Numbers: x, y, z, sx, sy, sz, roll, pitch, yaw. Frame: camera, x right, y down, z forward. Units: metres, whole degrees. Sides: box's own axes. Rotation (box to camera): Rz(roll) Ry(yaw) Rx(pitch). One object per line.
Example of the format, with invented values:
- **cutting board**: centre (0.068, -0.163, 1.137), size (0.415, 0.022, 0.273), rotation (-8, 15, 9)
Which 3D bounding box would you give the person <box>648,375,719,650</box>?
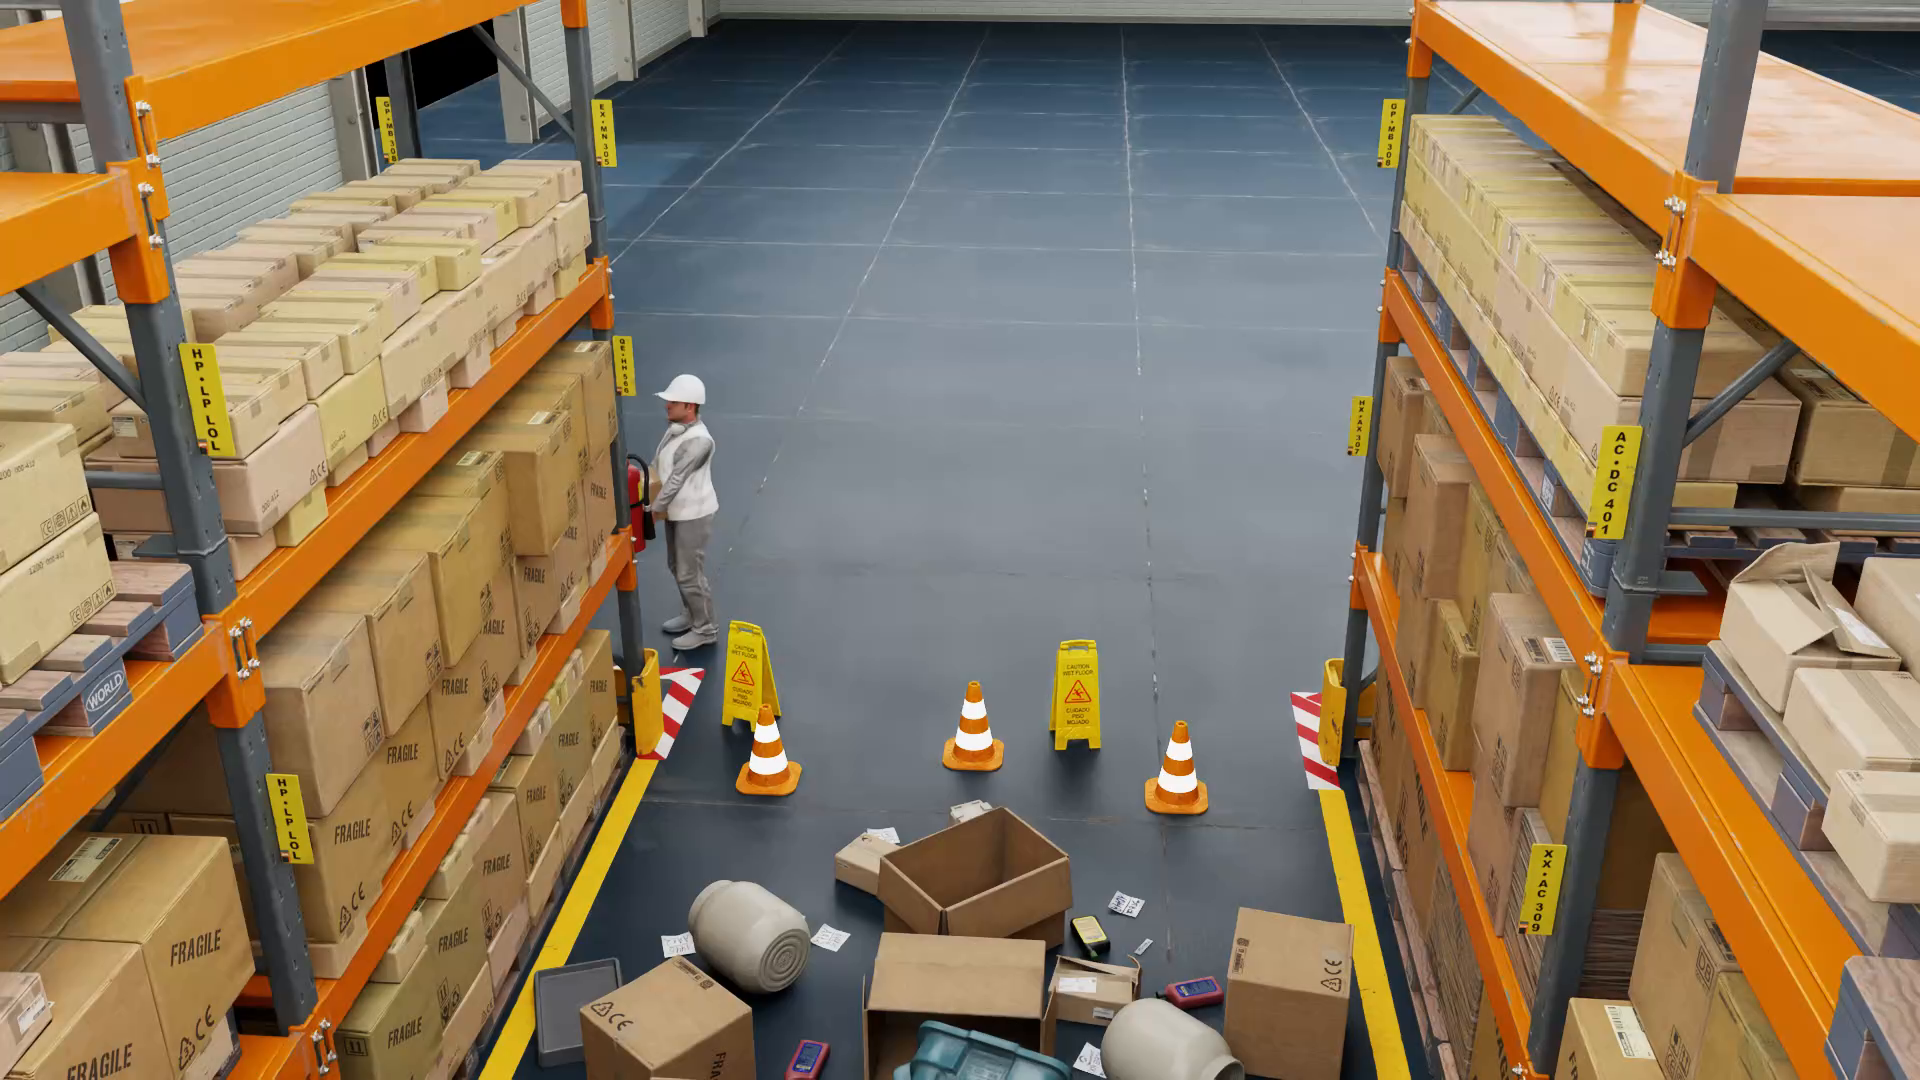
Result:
- **person**: centre (-1.792, -0.166, 10.352), size (0.554, 1.768, 0.495), rotation (-10, 26, -20)
